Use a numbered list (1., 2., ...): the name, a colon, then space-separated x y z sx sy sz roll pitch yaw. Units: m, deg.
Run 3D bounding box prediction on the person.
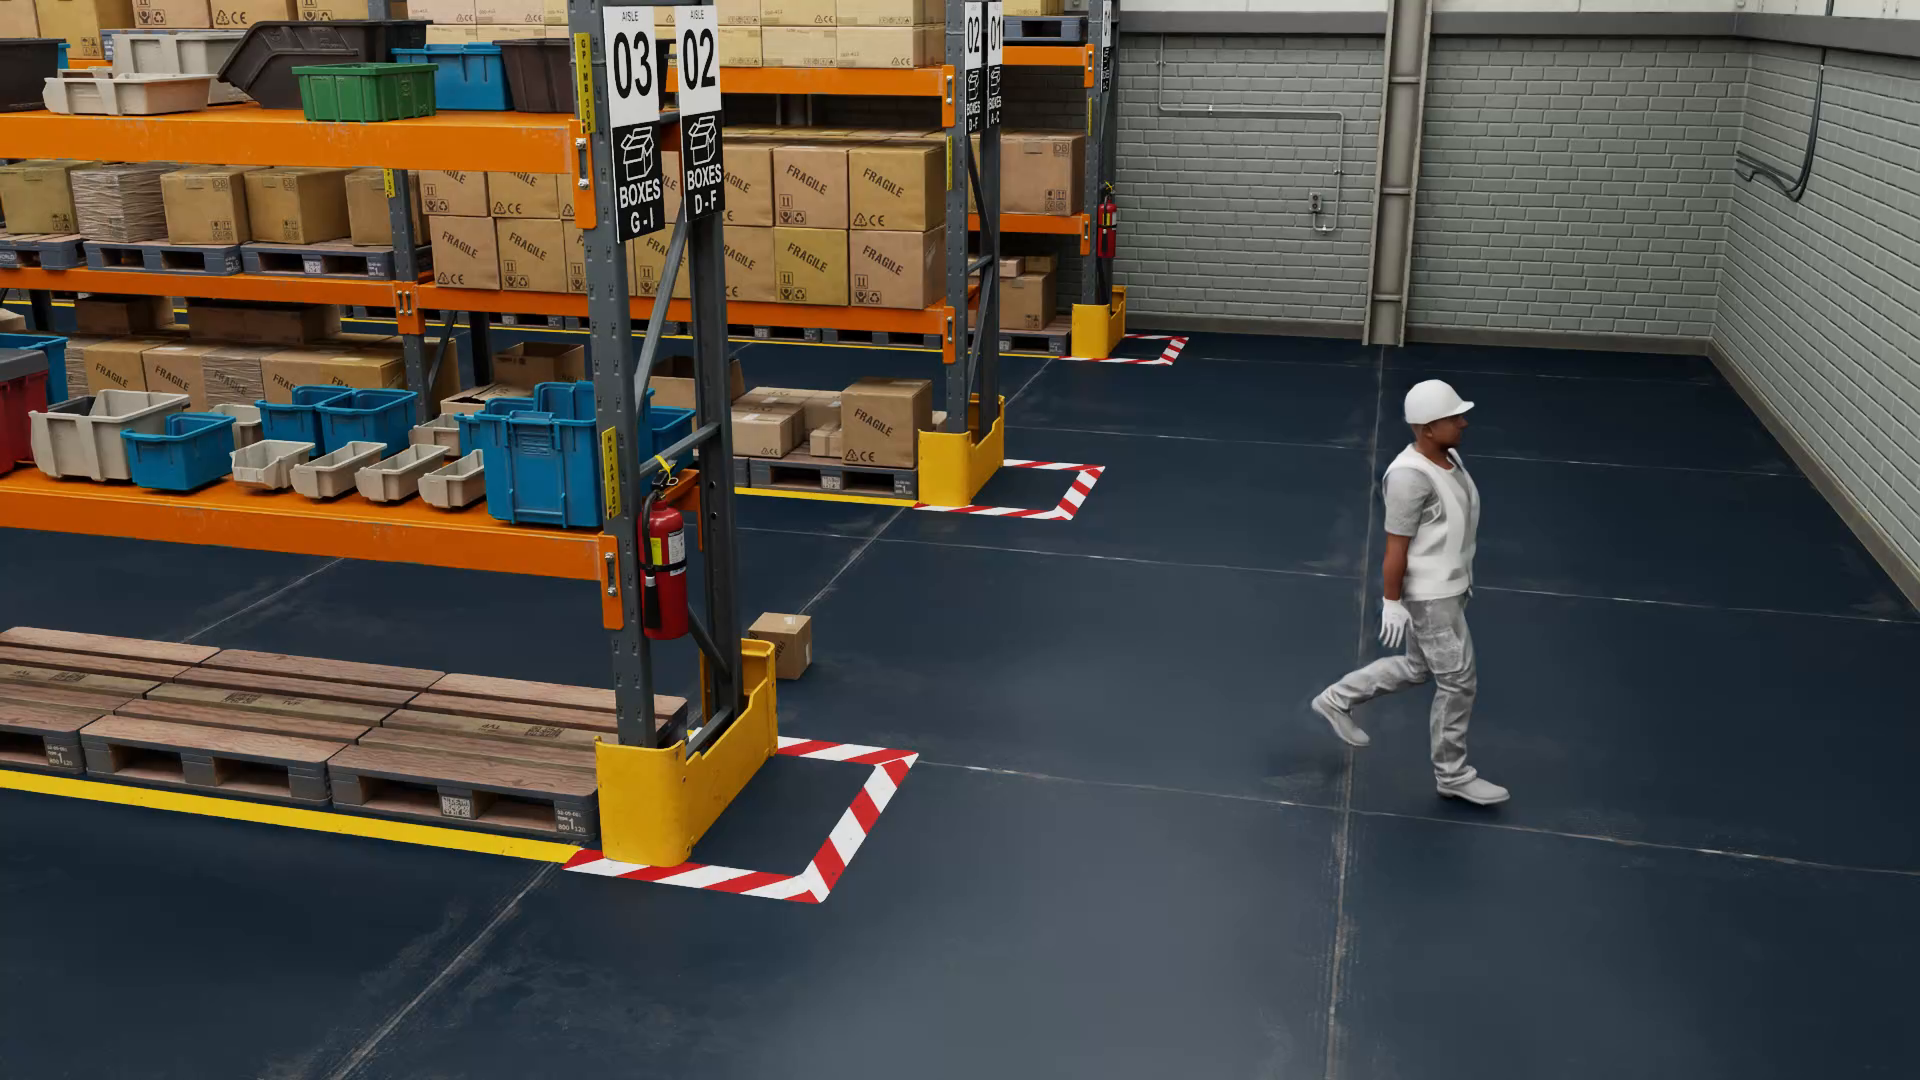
1. person: 1.923 0.192 6.914 0.902 1.758 0.569 9 20 27
